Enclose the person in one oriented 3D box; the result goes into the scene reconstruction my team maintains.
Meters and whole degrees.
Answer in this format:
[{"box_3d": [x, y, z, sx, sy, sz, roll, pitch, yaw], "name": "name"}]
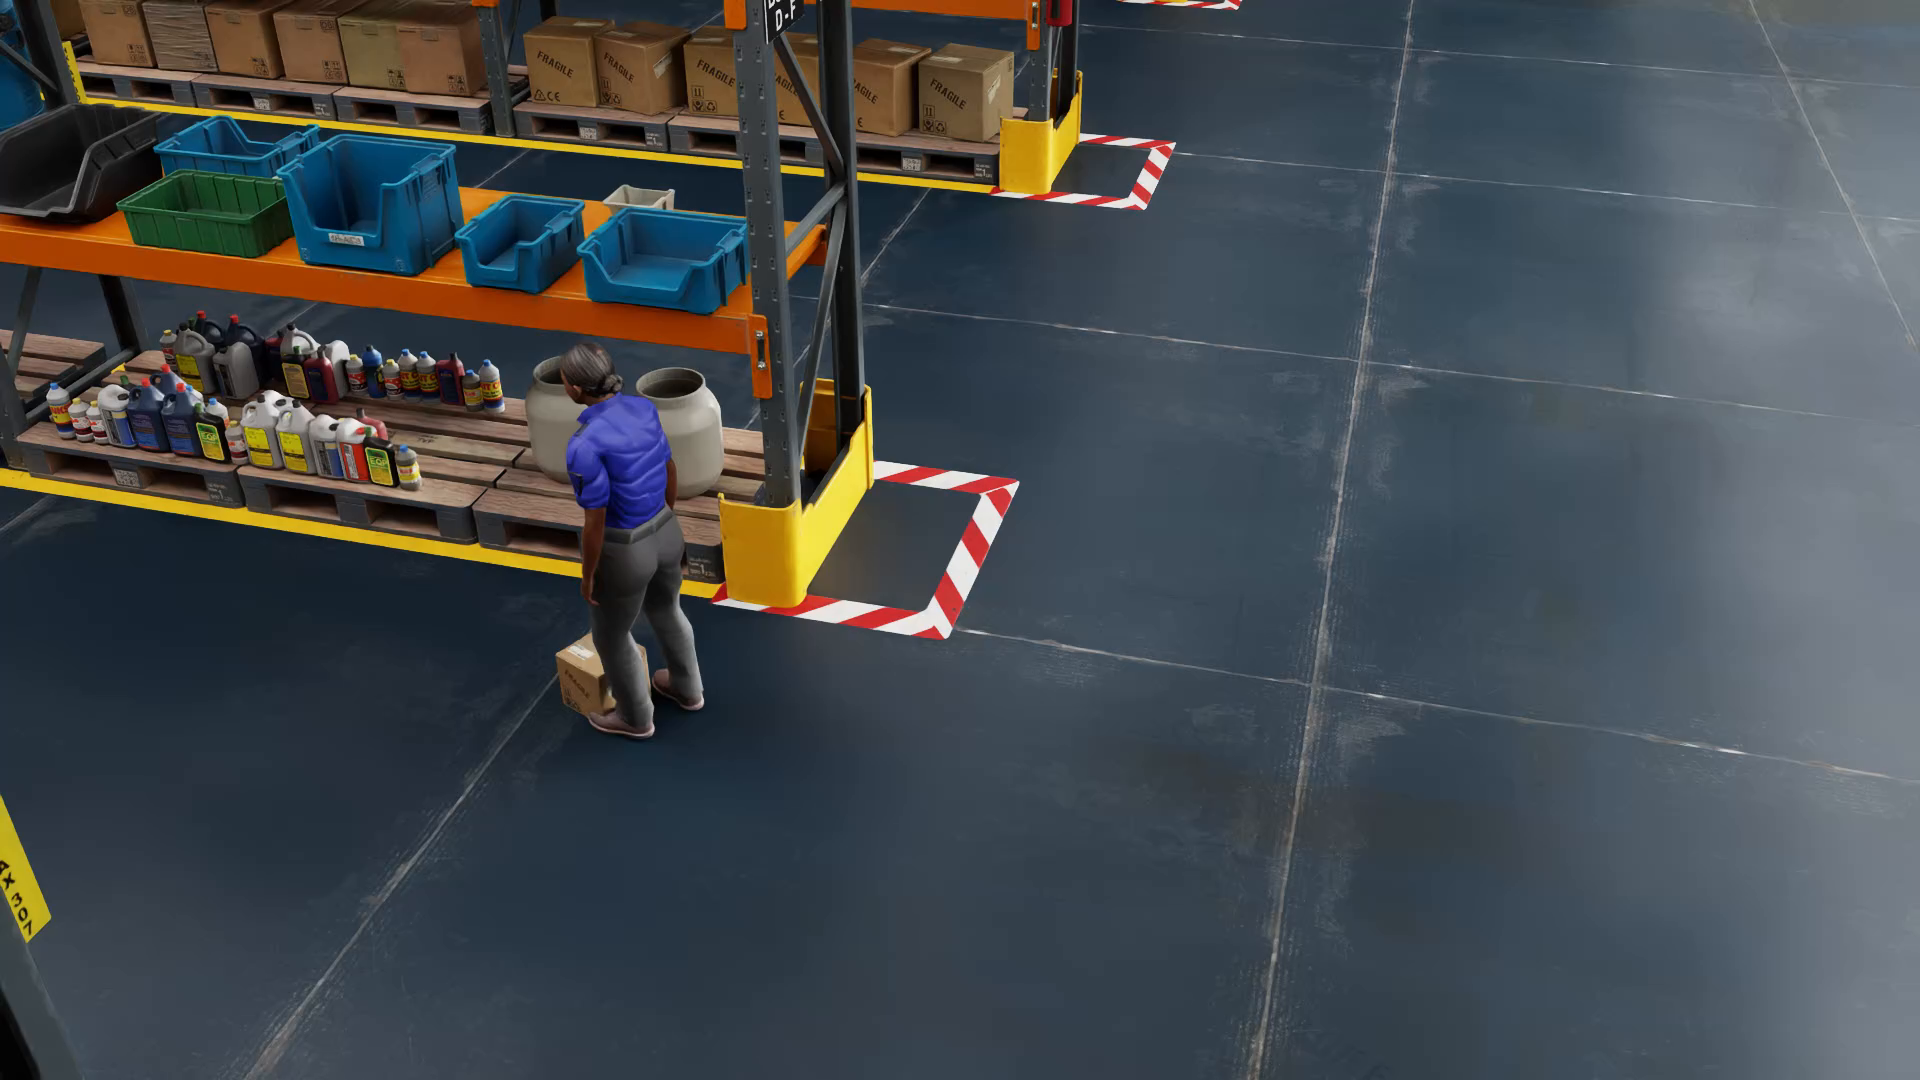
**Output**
[{"box_3d": [-1.233, 0.014, 6.124, 0.402, 1.653, 0.521, 18, 37, 26], "name": "person"}]
